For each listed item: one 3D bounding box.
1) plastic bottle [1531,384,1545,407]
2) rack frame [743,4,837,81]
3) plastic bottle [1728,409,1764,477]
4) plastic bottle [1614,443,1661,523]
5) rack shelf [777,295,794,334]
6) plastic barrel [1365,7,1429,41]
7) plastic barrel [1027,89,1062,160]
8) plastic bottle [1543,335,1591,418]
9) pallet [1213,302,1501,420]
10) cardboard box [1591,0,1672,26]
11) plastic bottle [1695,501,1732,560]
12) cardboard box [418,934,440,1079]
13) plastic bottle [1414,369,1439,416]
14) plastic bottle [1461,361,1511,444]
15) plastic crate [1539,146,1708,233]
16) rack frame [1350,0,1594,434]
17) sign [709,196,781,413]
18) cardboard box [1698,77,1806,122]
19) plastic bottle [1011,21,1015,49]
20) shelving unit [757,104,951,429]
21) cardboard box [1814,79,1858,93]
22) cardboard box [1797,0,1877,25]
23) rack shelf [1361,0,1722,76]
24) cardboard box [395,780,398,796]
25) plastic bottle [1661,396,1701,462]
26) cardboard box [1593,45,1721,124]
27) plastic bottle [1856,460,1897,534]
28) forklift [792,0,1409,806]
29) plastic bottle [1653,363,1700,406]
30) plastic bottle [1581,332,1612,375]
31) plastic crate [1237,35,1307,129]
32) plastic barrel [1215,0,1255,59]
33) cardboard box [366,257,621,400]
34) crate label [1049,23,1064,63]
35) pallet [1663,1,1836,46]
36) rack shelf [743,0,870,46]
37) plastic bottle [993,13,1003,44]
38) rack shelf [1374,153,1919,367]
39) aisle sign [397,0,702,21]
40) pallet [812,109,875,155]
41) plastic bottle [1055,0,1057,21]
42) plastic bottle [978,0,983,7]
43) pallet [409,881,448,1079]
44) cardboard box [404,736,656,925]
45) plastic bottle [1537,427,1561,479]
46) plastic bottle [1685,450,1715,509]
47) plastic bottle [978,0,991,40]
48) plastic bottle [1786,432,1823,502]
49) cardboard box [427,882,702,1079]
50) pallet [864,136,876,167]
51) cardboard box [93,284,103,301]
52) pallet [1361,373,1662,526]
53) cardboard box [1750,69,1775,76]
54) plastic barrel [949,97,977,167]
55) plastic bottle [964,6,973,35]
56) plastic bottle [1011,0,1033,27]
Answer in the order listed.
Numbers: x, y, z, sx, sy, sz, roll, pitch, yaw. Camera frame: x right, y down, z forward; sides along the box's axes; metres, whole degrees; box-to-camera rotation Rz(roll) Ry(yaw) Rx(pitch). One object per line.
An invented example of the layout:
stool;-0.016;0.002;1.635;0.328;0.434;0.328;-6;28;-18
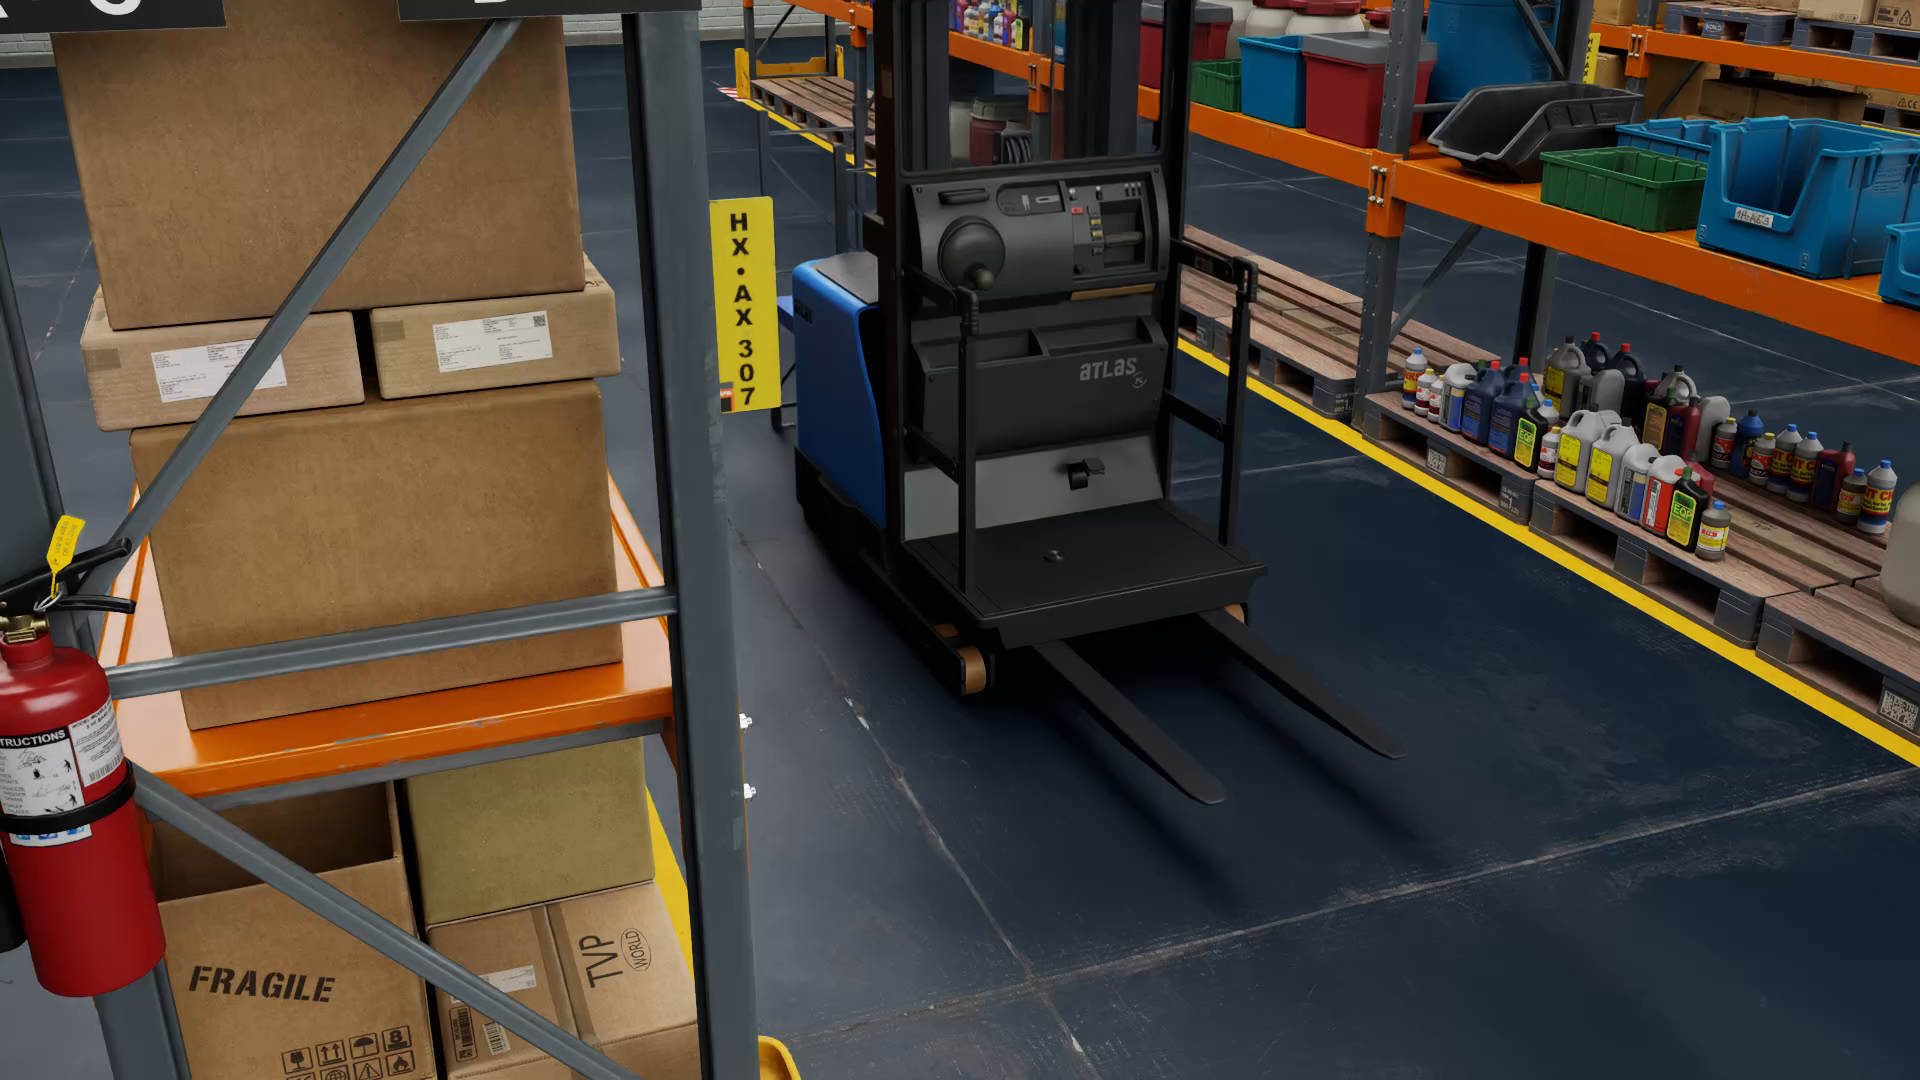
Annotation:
plastic bottle;2.437;-0.532;7.097;0.097;0.271;0.097;0;23;0
rack frame;-1.863;-6.333;17.914;1.000;3.000;0.127;-8;24;-19
plastic bottle;3.212;-0.401;6.786;0.097;0.271;0.097;0;23;0
plastic bottle;2.618;-0.220;6.351;0.152;0.276;0.135;-9;24;-20
rack shelf;-0.474;-0.925;7.477;0.538;0.185;1.000;-10;25;-22
plastic barrel;2.243;-2.413;8.439;0.433;0.535;0.433;0;23;0
plastic barrel;0.774;-2.795;11.774;0.600;0.830;0.708;-8;24;-19
plastic bottle;2.738;-0.741;7.490;0.144;0.351;0.185;-8;24;-19
pallet;2.062;-0.968;8.775;1.003;0.211;1.213;-8;24;-19
cardboard box;5.191;-4.297;12.955;0.500;0.500;0.500;-8;24;-17
plastic bottle;2.730;-0.040;6.020;0.097;0.201;0.097;0;23;0
cardboard box;-1.312;1.078;3.330;0.500;0.250;0.500;-8;24;-19
plastic bottle;2.115;-0.673;7.522;0.097;0.201;0.097;0;23;0
plastic bottle;2.273;-0.605;7.167;0.144;0.351;0.185;-8;24;-18
plastic crate;2.592;-1.343;6.348;0.450;0.188;0.662;-8;24;-19
rack frame;2.376;-1.973;7.569;1.000;3.000;0.127;-8;24;-19
sign;-0.325;-0.351;2.504;0.100;0.325;0.005;-8;24;-19
cardboard box;5.862;-3.263;12.316;0.500;0.250;0.500;-7;24;-17
plastic bottle;0.397;-3.468;11.371;0.097;0.201;0.097;0;23;0
shelving unit;-0.474;-1.091;7.407;0.538;1.500;1.048;-10;25;-22
cardboard box;9.061;-4.748;16.831;0.500;0.500;0.500;-7;24;-17
cardboard box;5.974;-3.590;11.058;0.500;0.250;0.500;-9;24;-20
rack shelf;4.890;-4.501;14.494;1.077;0.370;4.000;-8;24;-19
cardboard box;-1.853;0.534;4.619;0.500;0.250;0.500;-8;24;-19
plastic bottle;3.010;-0.468;6.930;0.061;0.283;0.133;-8;24;-19
cardboard box;5.372;-3.574;13.563;1.225;0.875;0.875;-10;25;-21
plastic bottle;3.440;-0.167;6.230;0.097;0.271;0.097;0;23;0
forklift;0.368;-1.023;5.403;1.130;2.935;3.031;-10;25;-22
plastic bottle;3.055;-0.574;7.093;0.144;0.351;0.185;-8;24;-19
plastic bottle;2.873;-0.761;7.537;0.144;0.351;0.185;-9;24;-20
plastic crate;1.695;-2.324;8.422;0.392;0.384;0.575;-8;24;-19
plastic barrel;1.675;-2.980;9.815;0.421;0.512;0.421;0;23;0
cardboard box;-0.783;-0.359;2.775;0.380;0.149;0.250;-9;24;-19
crate label;0.761;-3.145;10.565;0.303;0.233;0.416;-8;24;-19
pallet;5.948;-3.773;12.087;1.213;0.211;1.003;-8;24;-19
rack shelf;-1.156;-5.275;16.330;1.077;0.370;4.000;-8;24;-19
plastic bottle;0.282;-3.587;11.654;0.097;0.201;0.097;0;23;0
rack shelf;3.083;-0.915;5.985;1.077;0.370;4.000;-8;24;-19
aisle sign;-0.536;-1.058;2.050;0.394;0.787;0.004;-8;24;-19
pallet;-0.746;-3.857;15.629;1.003;0.211;1.213;-8;24;-19
plastic bottle;0.747;-4.000;12.529;0.061;0.283;0.133;-8;24;-19
plastic bottle;0.189;-4.382;13.450;0.097;0.271;0.097;0;23;0
pallet;-1.155;1.171;3.699;1.003;0.211;1.213;-8;24;-19
cardboard box;-1.006;0.480;3.784;0.500;0.500;0.500;-8;24;-19
plastic bottle;2.418;-0.361;6.782;0.097;0.201;0.097;0;23;0
plastic bottle;2.766;-0.188;6.265;0.061;0.283;0.133;-8;24;-19
plastic bottle;0.178;-3.725;11.892;0.097;0.271;0.097;0;23;0
plastic bottle;3.319;-0.291;6.525;0.097;0.271;0.097;0;23;0
cardboard box;-0.827;1.007;3.499;0.500;0.250;0.500;-8;24;-19
pallet;-0.216;-3.309;14.329;1.003;0.211;1.213;-8;24;-19
cardboard box;-1.253;-0.394;2.859;0.380;0.149;0.250;-8;24;-18
pallet;2.574;-0.438;7.518;1.003;0.211;1.213;-8;24;-19
cardboard box;9.031;-5.259;18.496;0.380;0.149;0.250;-9;25;-21
plastic barrel;0.092;-3.252;13.267;0.421;0.512;0.421;0;23;0
plastic bottle;0.075;-3.799;12.158;0.097;0.201;0.097;0;23;0
plastic bottle;0.475;-4.098;12.674;0.144;0.351;0.185;-8;24;-19
